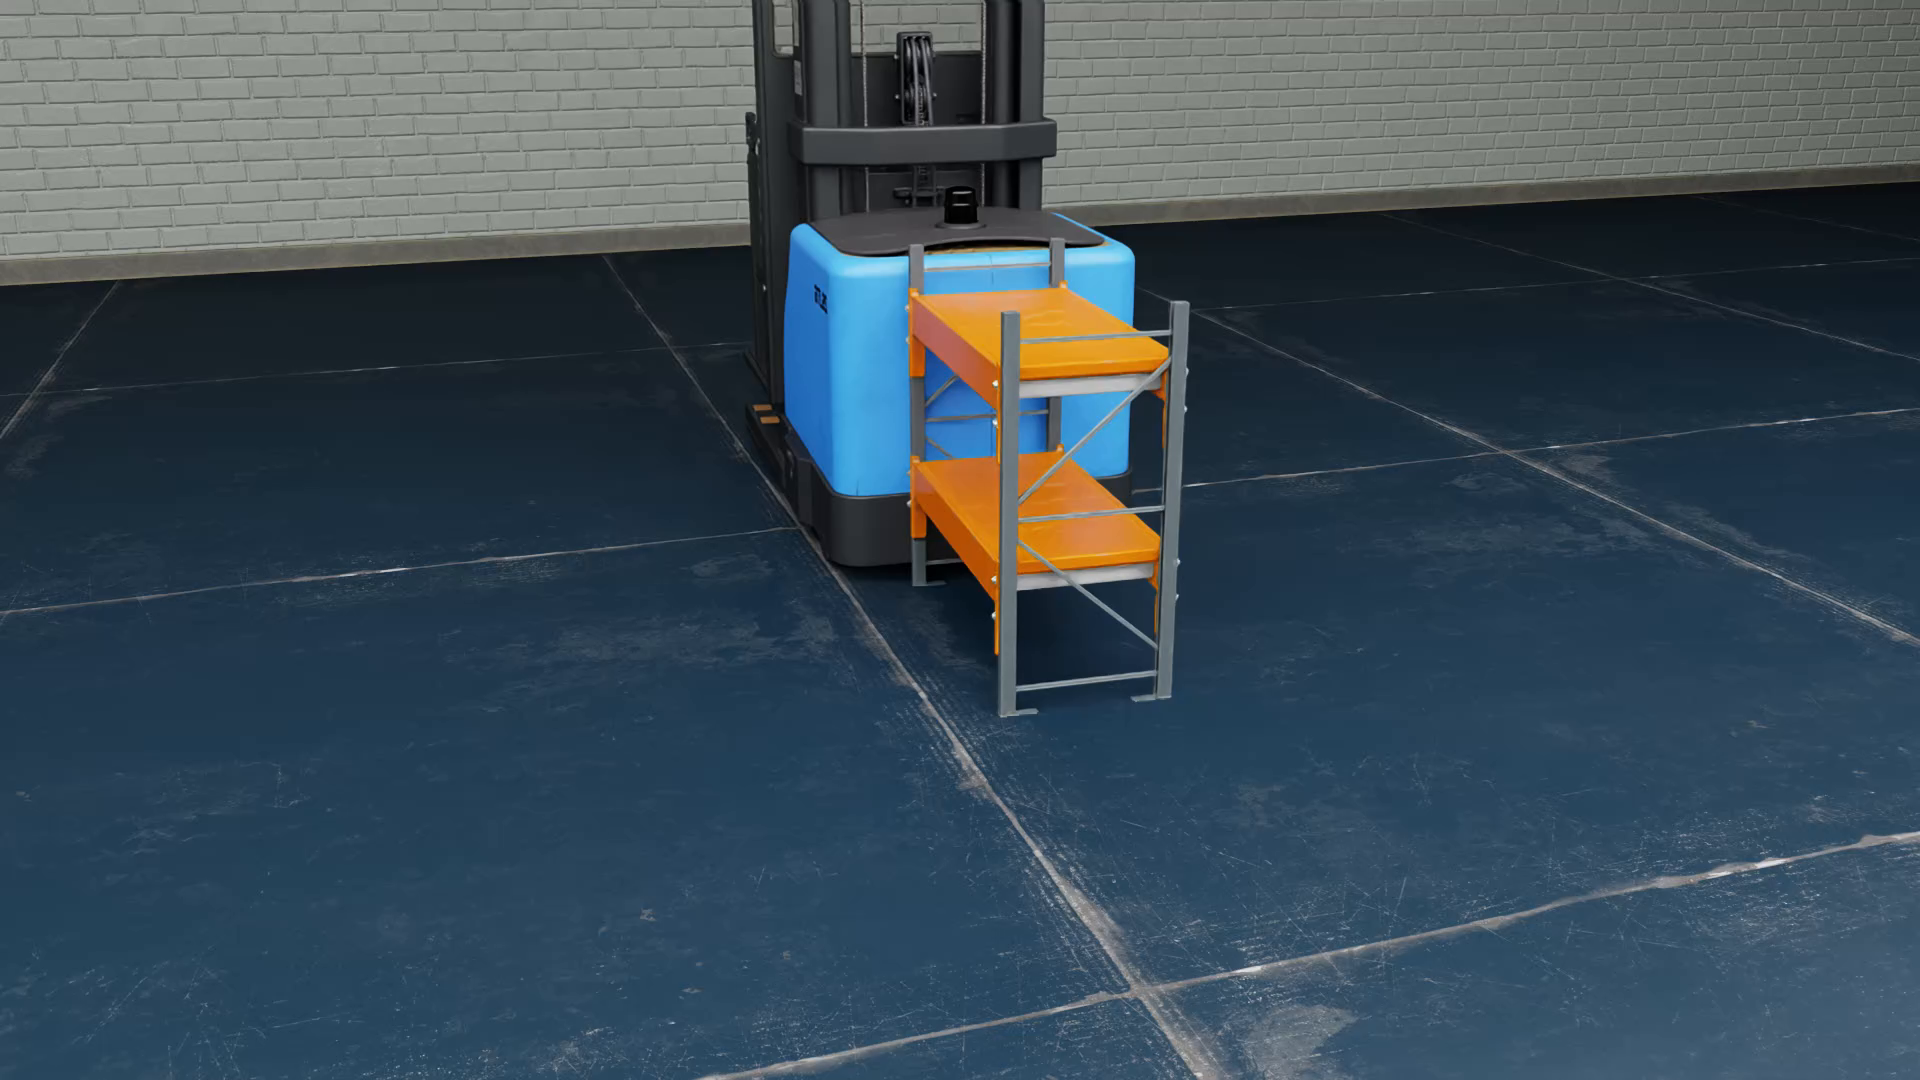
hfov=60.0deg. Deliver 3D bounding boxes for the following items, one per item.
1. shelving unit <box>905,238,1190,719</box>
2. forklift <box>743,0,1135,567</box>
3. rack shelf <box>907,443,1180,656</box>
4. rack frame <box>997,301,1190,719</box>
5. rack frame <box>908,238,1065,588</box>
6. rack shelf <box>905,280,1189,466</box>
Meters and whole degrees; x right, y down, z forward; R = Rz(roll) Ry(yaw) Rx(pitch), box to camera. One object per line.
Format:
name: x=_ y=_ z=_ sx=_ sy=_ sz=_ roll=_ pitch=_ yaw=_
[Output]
shelving unit: x=0.217 y=-0.232 z=4.898 sx=0.538 sy=1.125 sz=1.048 roll=-5 pitch=20 yaw=-14
forklift: x=-0.286 y=-1.755 z=6.467 sx=1.130 sy=2.935 sz=3.031 roll=-5 pitch=20 yaw=-14
rack shelf: x=0.217 y=-0.002 z=4.981 sx=0.538 sy=0.278 sz=1.000 roll=-5 pitch=20 yaw=-14
rack frame: x=0.348 y=-0.066 z=4.436 sx=0.500 sy=1.125 sz=0.032 roll=-5 pitch=20 yaw=-14
rack frame: x=0.085 y=-0.398 z=5.360 sx=0.500 sy=1.125 sz=0.032 roll=-5 pitch=20 yaw=-14
rack shelf: x=0.217 y=-0.507 z=4.799 sx=0.538 sy=0.278 sz=1.000 roll=-5 pitch=20 yaw=-14
